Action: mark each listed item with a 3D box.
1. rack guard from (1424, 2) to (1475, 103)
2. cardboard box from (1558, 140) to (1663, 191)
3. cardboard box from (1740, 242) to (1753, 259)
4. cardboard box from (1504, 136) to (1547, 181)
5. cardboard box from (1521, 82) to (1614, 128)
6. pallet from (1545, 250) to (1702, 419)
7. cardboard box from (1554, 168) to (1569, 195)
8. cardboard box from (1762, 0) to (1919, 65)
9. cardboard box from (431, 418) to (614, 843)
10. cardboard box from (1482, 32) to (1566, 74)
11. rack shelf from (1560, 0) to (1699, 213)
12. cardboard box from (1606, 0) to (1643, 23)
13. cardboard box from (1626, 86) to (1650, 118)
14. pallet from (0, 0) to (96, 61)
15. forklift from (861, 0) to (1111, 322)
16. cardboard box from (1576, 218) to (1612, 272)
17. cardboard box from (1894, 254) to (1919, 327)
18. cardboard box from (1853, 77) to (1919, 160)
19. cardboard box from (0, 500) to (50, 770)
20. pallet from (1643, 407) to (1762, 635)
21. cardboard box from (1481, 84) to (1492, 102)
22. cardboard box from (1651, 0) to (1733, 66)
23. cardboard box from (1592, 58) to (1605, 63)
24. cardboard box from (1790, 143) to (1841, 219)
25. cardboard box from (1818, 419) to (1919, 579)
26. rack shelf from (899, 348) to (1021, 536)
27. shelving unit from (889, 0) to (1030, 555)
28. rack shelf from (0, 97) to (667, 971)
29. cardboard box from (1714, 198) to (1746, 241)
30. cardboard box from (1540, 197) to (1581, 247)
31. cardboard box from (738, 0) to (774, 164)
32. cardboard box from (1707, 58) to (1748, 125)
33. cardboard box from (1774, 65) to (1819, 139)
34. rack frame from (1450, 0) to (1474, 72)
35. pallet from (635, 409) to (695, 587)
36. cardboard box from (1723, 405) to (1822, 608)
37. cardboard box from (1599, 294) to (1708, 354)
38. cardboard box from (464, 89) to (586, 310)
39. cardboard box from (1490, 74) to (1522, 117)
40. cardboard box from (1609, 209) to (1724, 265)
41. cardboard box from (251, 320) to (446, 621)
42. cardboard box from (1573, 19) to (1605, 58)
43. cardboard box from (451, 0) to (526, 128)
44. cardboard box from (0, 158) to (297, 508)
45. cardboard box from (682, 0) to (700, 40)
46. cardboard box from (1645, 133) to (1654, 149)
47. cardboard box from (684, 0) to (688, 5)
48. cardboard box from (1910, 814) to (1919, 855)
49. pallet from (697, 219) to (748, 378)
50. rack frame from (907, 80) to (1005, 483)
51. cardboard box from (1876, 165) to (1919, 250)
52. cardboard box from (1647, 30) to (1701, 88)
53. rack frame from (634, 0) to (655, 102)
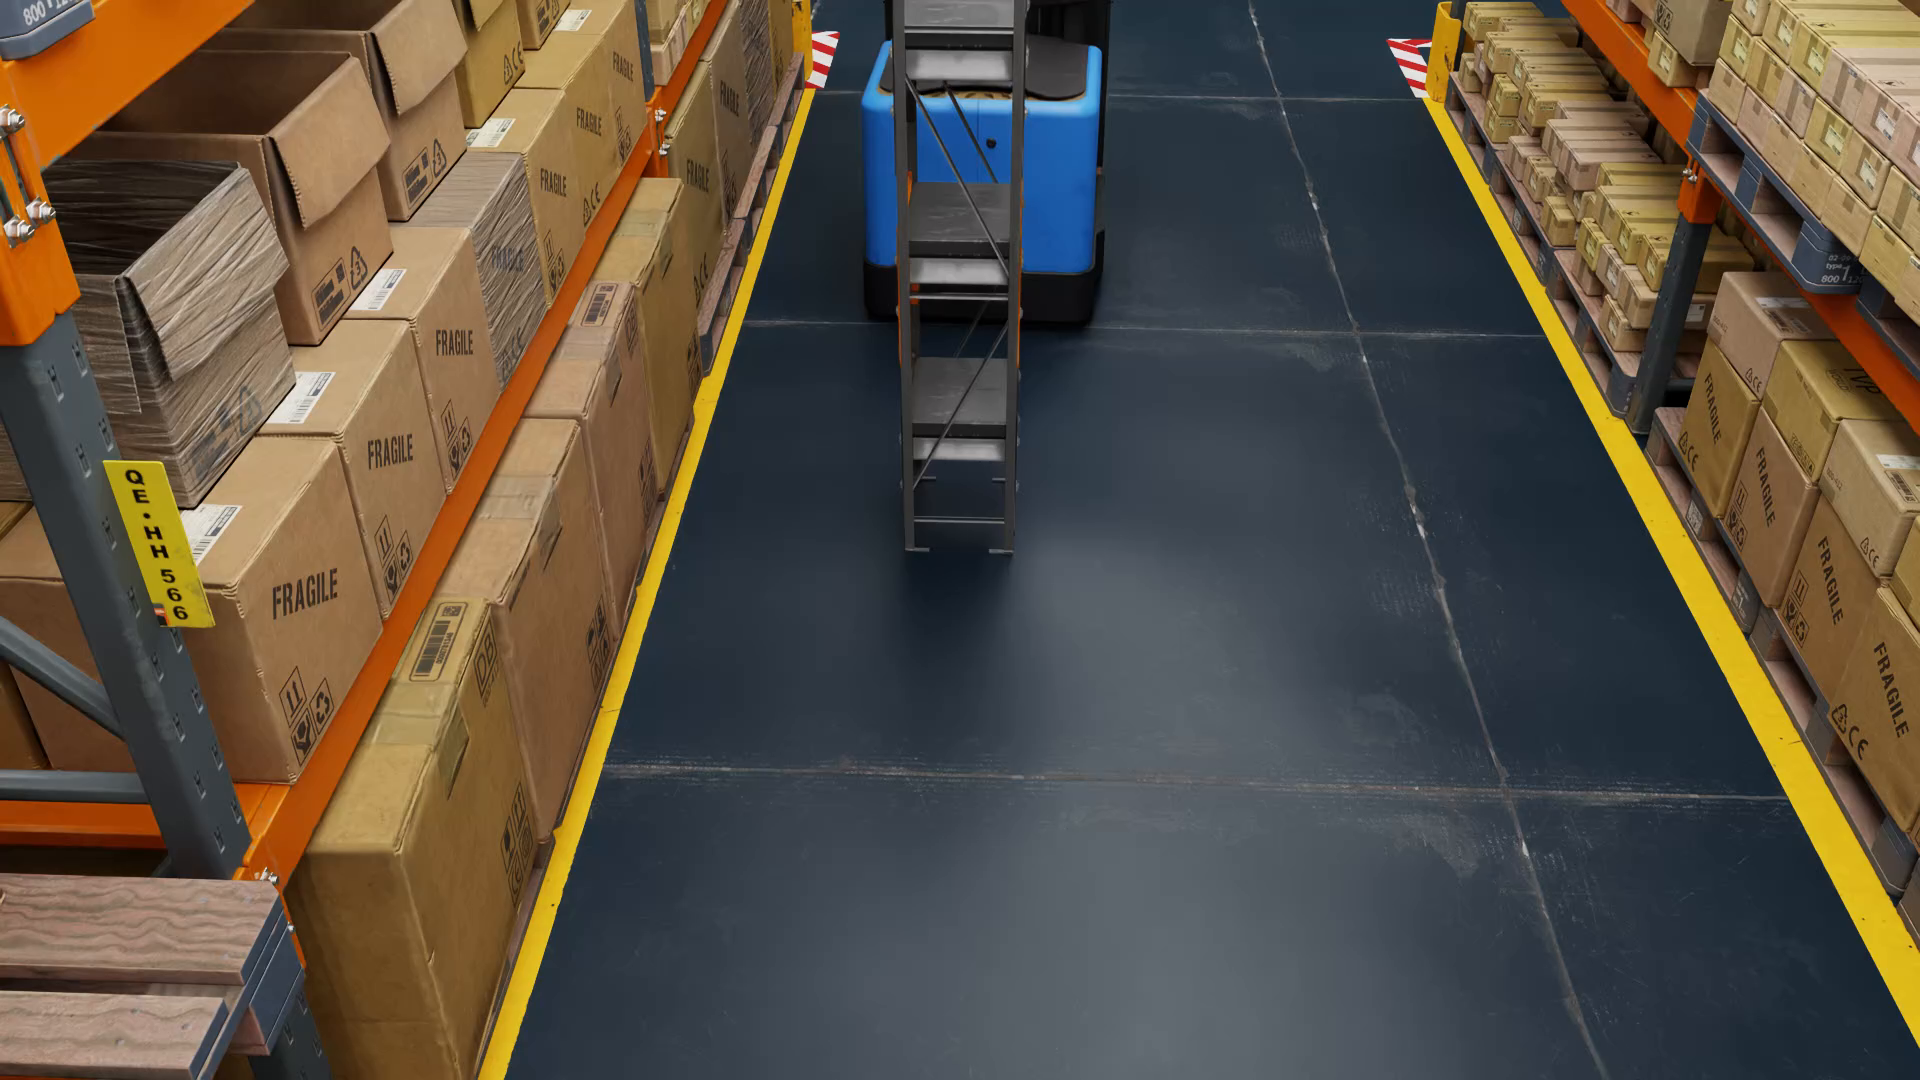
[{"bbox_3d":[3.433,-2.912,9.959,1.175,0.500,0.348,1,35,2],"label":"rack guard"},{"bbox_3d":[3.010,-1.735,7.707,0.380,0.149,0.250,0,35,0],"label":"cardboard box"},{"bbox_3d":[3.530,-1.156,7.141,0.380,0.149,0.250,2,35,2],"label":"cardboard box"},{"bbox_3d":[3.032,-1.961,8.545,0.380,0.149,0.250,0,35,0],"label":"cardboard box"},{"bbox_3d":[3.043,-2.177,8.336,0.380,0.149,0.250,2,35,3],"label":"cardboard box"},{"bbox_3d":[3.267,-0.926,7.384,1.003,0.211,1.213,1,35,2],"label":"pallet"},{"bbox_3d":[3.092,-1.748,7.984,0.380,0.149,0.250,0,35,0],"label":"cardboard box"},{"bbox_3d":[2.795,-1.617,5.277,0.380,0.149,0.250,2,35,3],"label":"cardboard box"},{"bbox_3d":[-1.745,0.235,4.790,1.225,0.875,0.875,1,35,2],"label":"cardboard box"},{"bbox_3d":[3.047,-2.631,8.982,0.380,0.149,0.250,1,35,2],"label":"cardboard box"},{"bbox_3d":[3.356,-2.535,7.874,1.077,0.370,4.000,1,35,2],"label":"rack shelf"},{"bbox_3d":[3.041,-2.354,7.209,0.380,0.149,0.250,0,35,0],"label":"cardboard box"},{"bbox_3d":[3.567,-2.171,8.327,0.380,0.149,0.250,0,35,0],"label":"cardboard box"},{"bbox_3d":[-1.864,-1.076,2.728,1.213,0.211,1.003,3,35,4],"label":"pallet"},{"bbox_3d":[0.204,-3.015,7.990,1.130,2.935,3.031,3,35,4],"label":"forklift"},{"bbox_3d":[2.962,-1.306,7.355,0.380,0.149,0.250,0,35,0],"label":"cardboard box"},{"bbox_3d":[2.740,-0.639,4.403,0.380,0.149,0.250,0,35,0],"label":"cardboard box"},{"bbox_3d":[2.760,-1.179,4.655,0.380,0.149,0.250,1,35,1],"label":"cardboard box"},{"bbox_3d":[-2.065,0.115,3.391,0.500,0.500,0.500,2,35,3],"label":"cardboard box"},{"bbox_3d":[3.246,-0.092,6.197,1.003,0.211,1.213,1,35,2],"label":"pallet"},{"bbox_3d":[3.167,-2.538,9.367,0.380,0.149,0.250,1,35,2],"label":"cardboard box"},{"bbox_3d":[3.013,-2.127,6.322,0.500,0.500,0.500,1,35,2],"label":"cardboard box"},{"bbox_3d":[3.636,-2.647,9.263,0.380,0.149,0.250,1,35,1],"label":"cardboard box"},{"bbox_3d":[2.770,-1.086,5.040,0.380,0.149,0.250,2,35,2],"label":"cardboard box"},{"bbox_3d":[2.938,-0.119,4.967,0.500,0.250,0.500,3,35,4],"label":"cardboard box"},{"bbox_3d":[0.007,-0.370,6.192,0.431,0.518,0.480,1,35,2],"label":"rack shelf"},{"bbox_3d":[0.007,-0.954,5.782,0.431,2.100,0.503,1,35,2],"label":"shelving unit"},{"bbox_3d":[-1.757,-0.409,4.850,1.077,0.370,4.000,1,35,2],"label":"rack shelf"},{"bbox_3d":[3.528,-1.426,7.266,0.380,0.149,0.250,1,35,1],"label":"cardboard box"},{"bbox_3d":[2.992,-1.513,7.909,0.380,0.149,0.250,1,35,2],"label":"cardboard box"},{"bbox_3d":[-1.498,-2.561,8.768,0.875,0.875,0.875,1,35,2],"label":"cardboard box"},{"bbox_3d":[2.800,-1.534,5.677,0.380,0.149,0.250,0,35,0],"label":"cardboard box"},{"bbox_3d":[2.782,-1.358,5.168,0.380,0.149,0.250,2,35,3],"label":"cardboard box"},{"bbox_3d":[3.436,-3.978,9.302,1.000,3.000,0.127,1,35,2],"label":"rack frame"},{"bbox_3d":[-1.632,-0.267,6.446,1.003,0.211,1.213,1,35,2],"label":"pallet"},{"bbox_3d":[2.961,-0.107,5.602,0.500,0.500,0.500,3,35,4],"label":"cardboard box"},{"bbox_3d":[2.951,-0.919,7.063,0.380,0.149,0.250,2,35,2],"label":"cardboard box"},{"bbox_3d":[-1.463,-1.034,5.026,0.500,0.500,0.500,1,35,1],"label":"cardboard box"},{"bbox_3d":[3.051,-2.367,8.864,0.380,0.149,0.250,2,35,3],"label":"cardboard box"},{"bbox_3d":[3.000,-1.287,7.070,0.380,0.149,0.250,2,35,2],"label":"cardboard box"},{"bbox_3d":[-1.527,-0.165,3.789,0.500,0.500,0.500,0,35,1],"label":"cardboard box"},{"bbox_3d":[3.601,-2.774,9.185,0.380,0.149,0.250,2,35,3],"label":"cardboard box"},{"bbox_3d":[-1.733,-1.543,4.877,0.797,0.503,0.637,2,35,2],"label":"cardboard box"},{"bbox_3d":[-1.791,-0.426,3.288,0.797,0.503,0.637,2,35,3],"label":"cardboard box"},{"bbox_3d":[-1.312,-2.215,7.011,0.380,0.149,0.250,2,35,3],"label":"cardboard box"},{"bbox_3d":[3.644,-2.052,8.417,0.380,0.149,0.250,3,35,4],"label":"cardboard box"},{"bbox_3d":[-1.371,-2.463,7.017,0.500,0.250,0.500,1,35,2],"label":"cardboard box"},{"bbox_3d":[2.905,0.786,4.331,0.500,0.500,0.500,3,35,4],"label":"cardboard box"},{"bbox_3d":[-1.568,-1.147,7.699,1.003,0.211,1.213,1,35,2],"label":"pallet"},{"bbox_3d":[0.016,-1.094,5.981,0.400,2.100,0.015,1,35,2],"label":"rack frame"},{"bbox_3d":[2.752,-0.901,4.518,0.380,0.149,0.250,1,35,1],"label":"cardboard box"},{"bbox_3d":[2.955,-1.897,6.560,0.380,0.149,0.250,0,35,1],"label":"cardboard box"},{"bbox_3d":[-1.676,-1.853,6.278,1.000,3.000,0.127,1,35,2],"label":"rack frame"}]
